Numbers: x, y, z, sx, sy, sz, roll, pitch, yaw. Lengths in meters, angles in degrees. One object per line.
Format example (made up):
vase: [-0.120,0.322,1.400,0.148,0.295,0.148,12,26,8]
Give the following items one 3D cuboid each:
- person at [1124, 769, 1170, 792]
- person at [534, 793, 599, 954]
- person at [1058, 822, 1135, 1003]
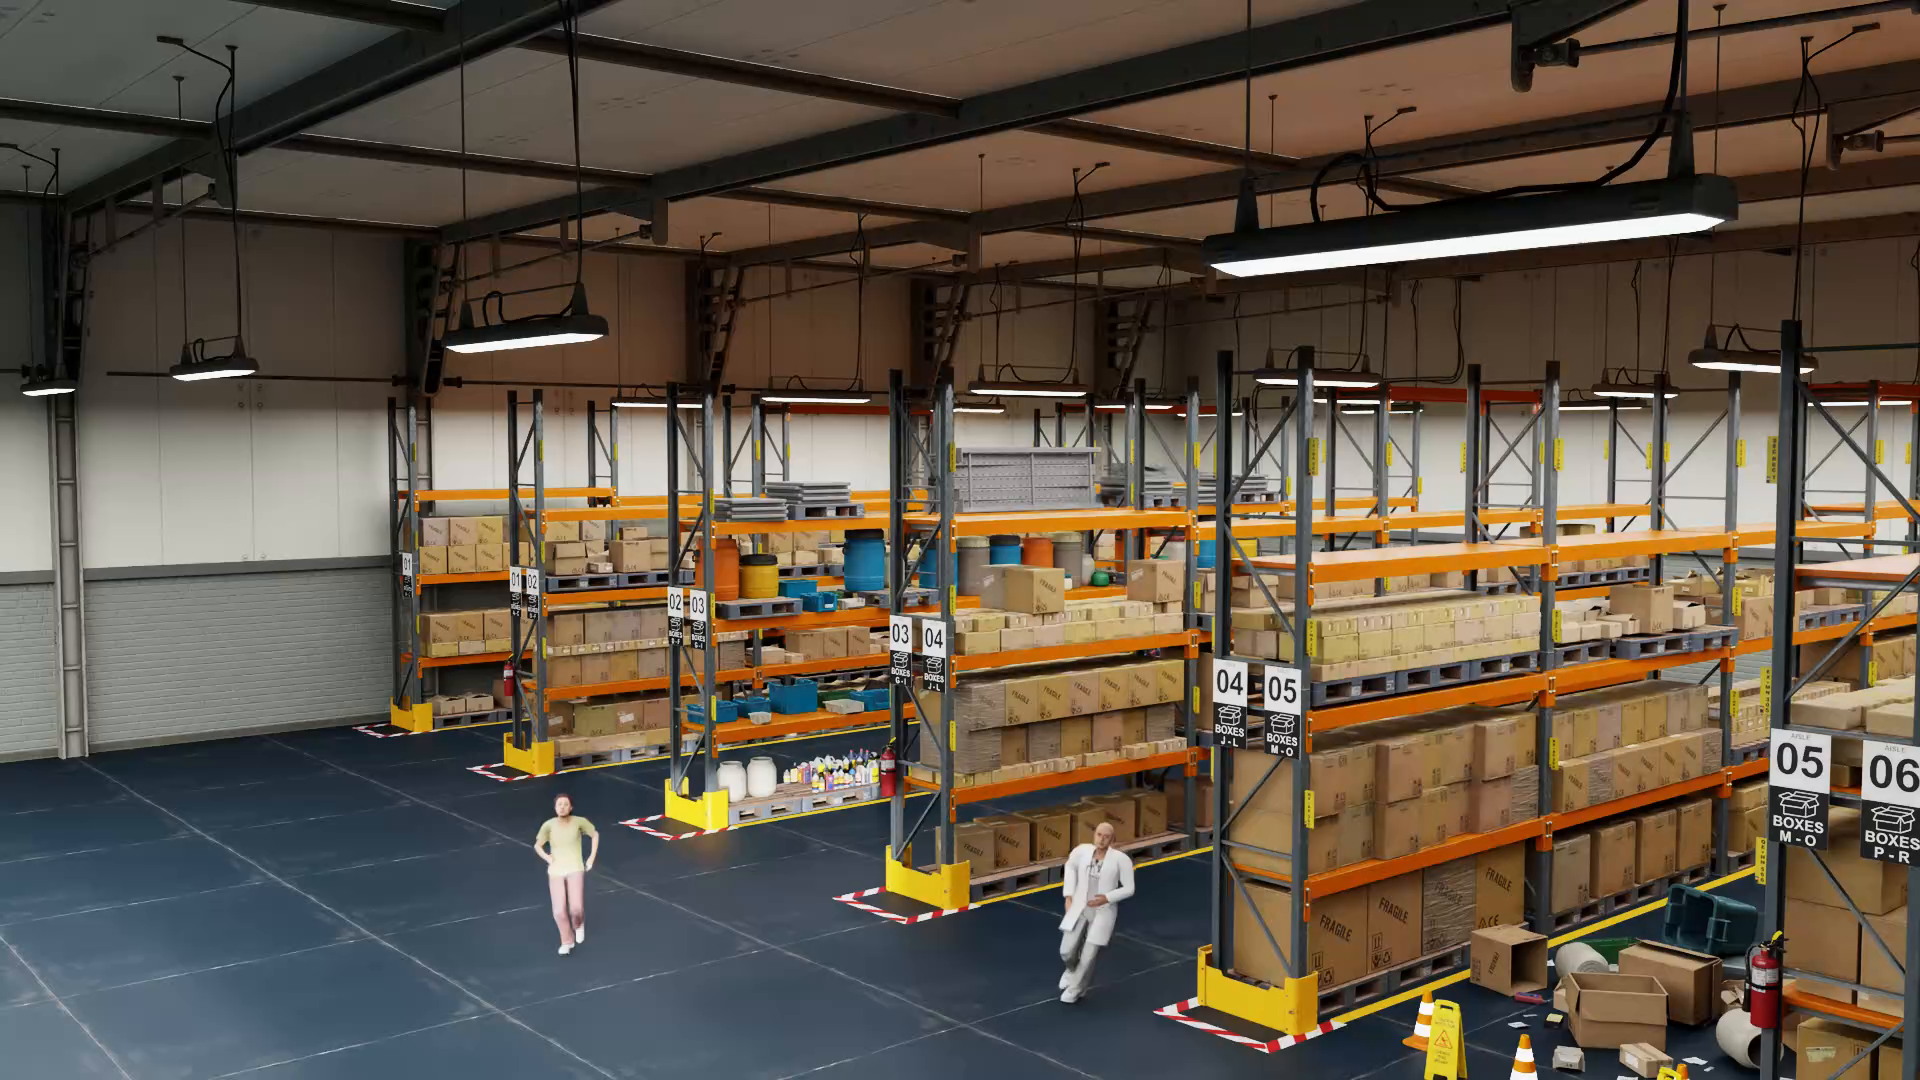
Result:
person: [2.596,2.928,23.414,0.836,1.737,0.716,-3,4,-41]
person: [-3.969,3.364,16.746,0.626,1.639,0.525,0,3,-8]
person: [1.235,3.432,15.282,0.743,1.699,0.582,1,4,18]
